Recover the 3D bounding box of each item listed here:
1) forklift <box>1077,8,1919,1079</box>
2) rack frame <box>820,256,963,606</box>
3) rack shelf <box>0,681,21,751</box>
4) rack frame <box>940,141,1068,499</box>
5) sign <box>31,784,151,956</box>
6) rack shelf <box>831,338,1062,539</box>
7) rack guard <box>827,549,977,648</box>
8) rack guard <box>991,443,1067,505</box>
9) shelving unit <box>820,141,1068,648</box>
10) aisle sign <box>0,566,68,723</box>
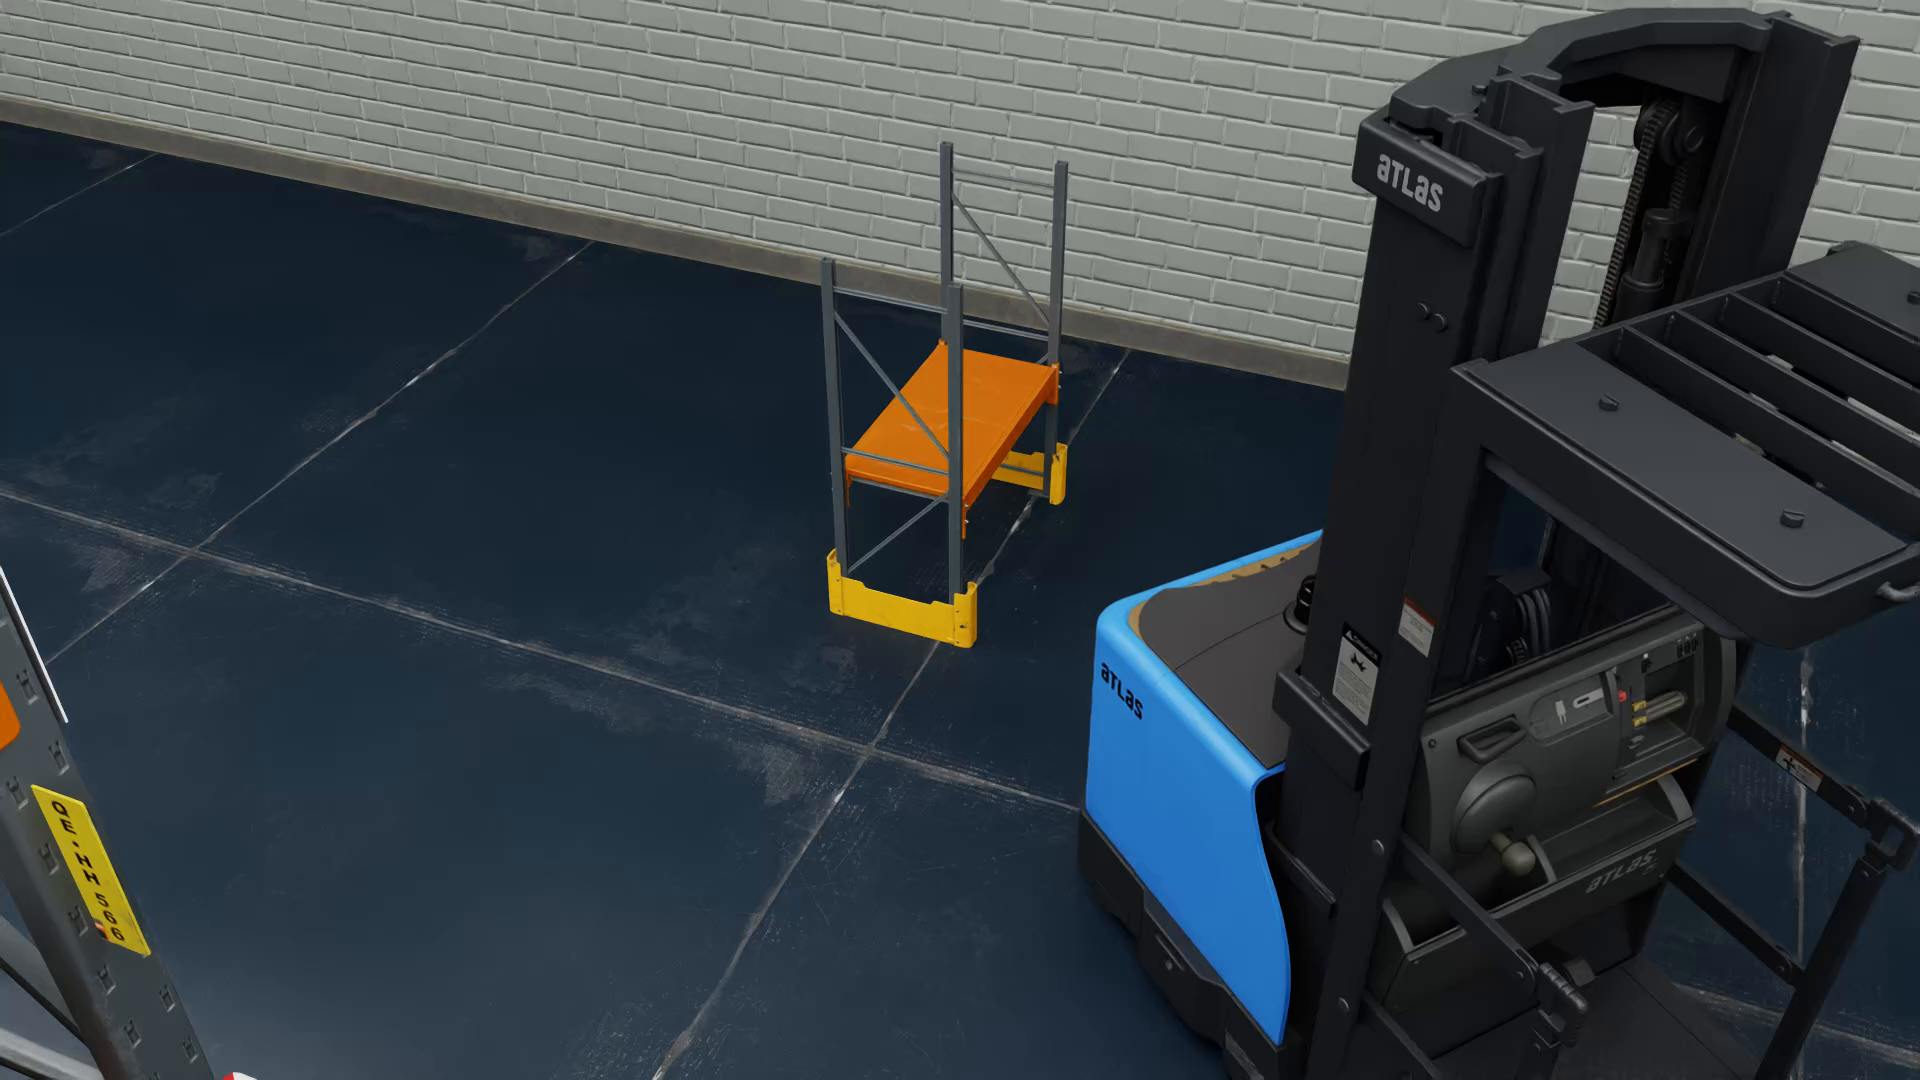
[{"bbox_3d":[1.509,0.518,3.609,1.130,2.935,3.031,-18,40,-22],"label":"forklift"},{"bbox_3d":[-0.226,-0.272,5.861,0.500,1.500,0.032,14,39,18],"label":"rack frame"},{"bbox_3d":[-2.527,1.108,0.858,1.077,0.370,4.000,14,39,18],"label":"rack shelf"},{"bbox_3d":[0.161,-0.835,6.614,0.500,1.500,0.032,14,39,18],"label":"rack frame"},{"bbox_3d":[-1.269,0.486,2.429,0.100,0.325,0.005,14,39,18],"label":"sign"},{"bbox_3d":[-0.032,-0.409,6.345,0.538,0.185,1.000,14,39,18],"label":"rack shelf"},{"bbox_3d":[-0.219,0.218,6.250,0.587,0.250,0.087,14,39,18],"label":"rack guard"},{"bbox_3d":[0.160,-0.334,6.988,0.587,0.250,0.087,14,39,18],"label":"rack guard"},{"bbox_3d":[-0.029,-0.559,6.245,0.587,1.500,1.083,14,39,18],"label":"shelving unit"},{"bbox_3d":[-1.461,-0.099,2.206,0.394,0.787,0.004,14,39,18],"label":"aisle sign"}]
